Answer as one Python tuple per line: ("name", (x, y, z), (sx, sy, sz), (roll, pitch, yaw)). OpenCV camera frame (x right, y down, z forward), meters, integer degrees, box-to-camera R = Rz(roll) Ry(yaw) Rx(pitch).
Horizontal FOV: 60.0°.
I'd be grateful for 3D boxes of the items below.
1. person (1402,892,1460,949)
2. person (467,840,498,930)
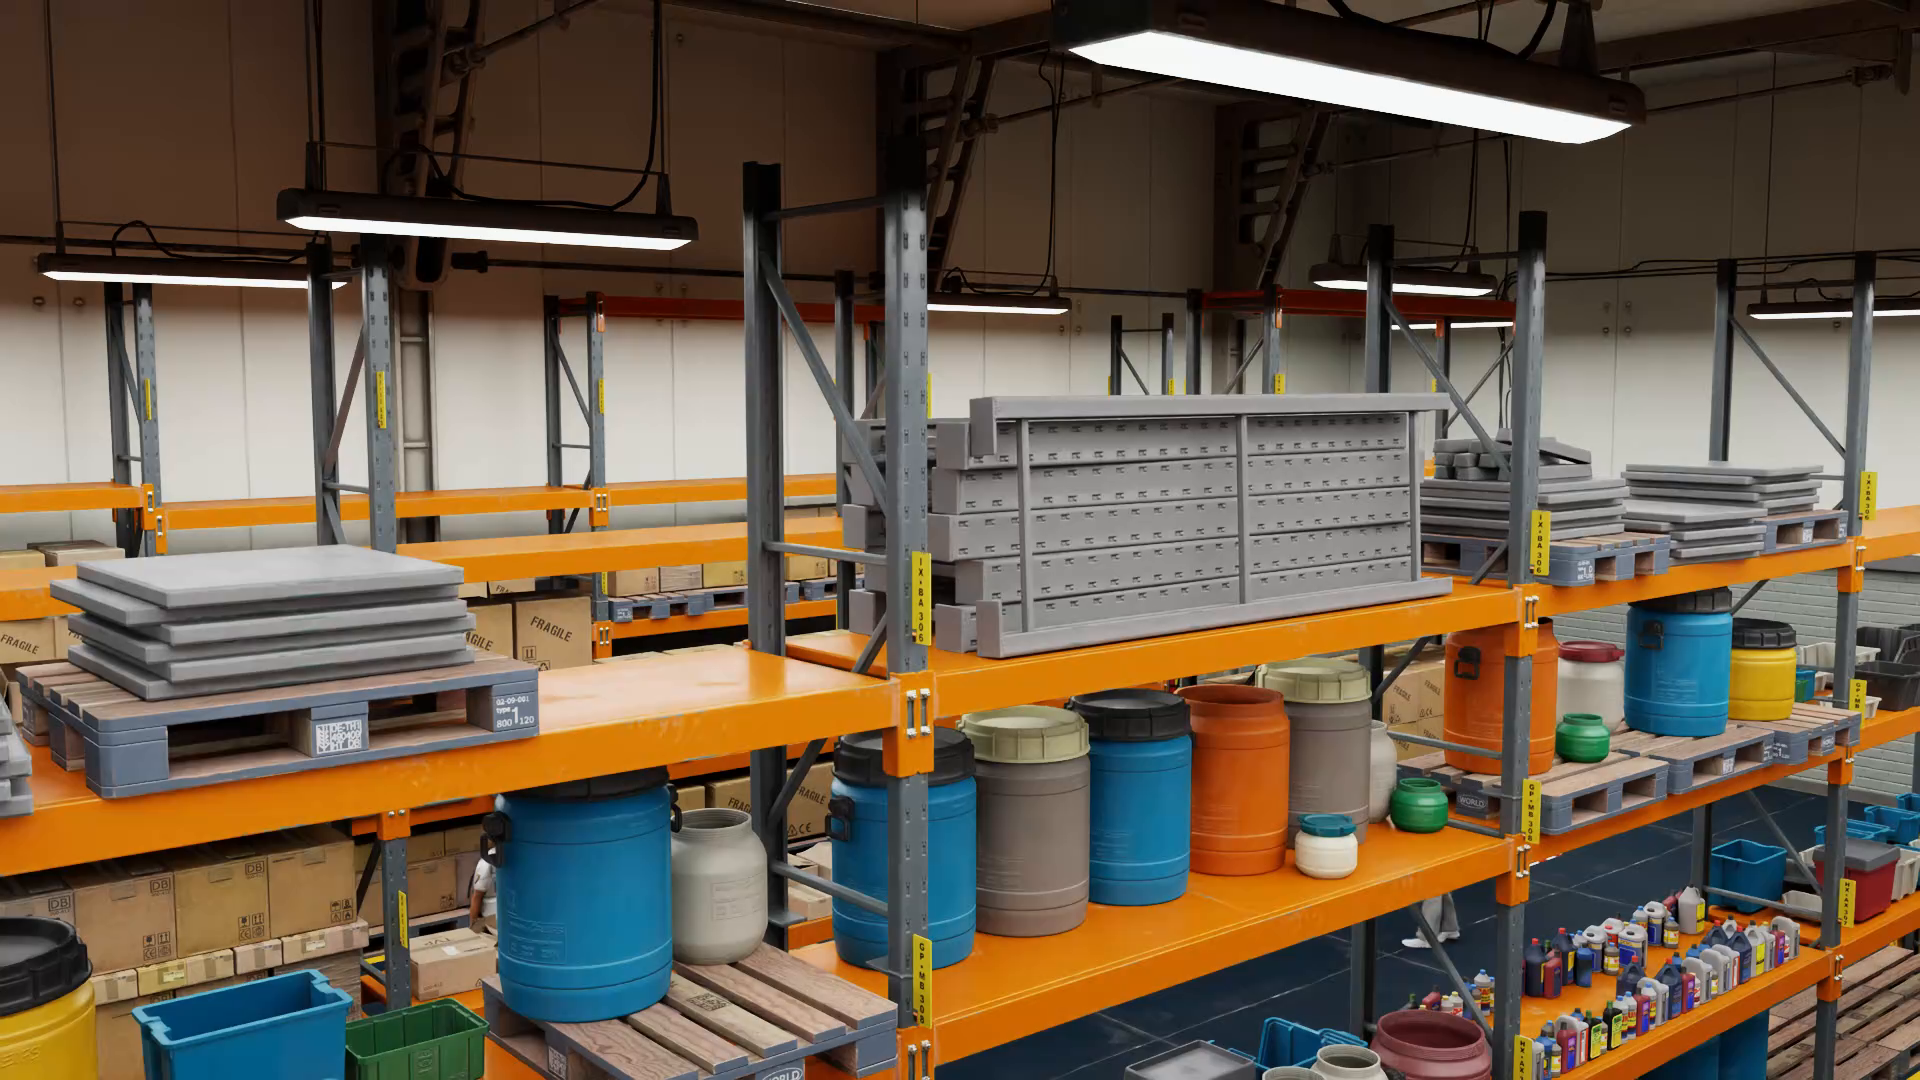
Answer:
("person", (4.333, 2.887, 15.201), (0.541, 1.669, 0.474), (1, 6, 10))
("person", (-3.698, 3.072, 13.340), (0.412, 1.704, 0.572), (5, 7, 39))
